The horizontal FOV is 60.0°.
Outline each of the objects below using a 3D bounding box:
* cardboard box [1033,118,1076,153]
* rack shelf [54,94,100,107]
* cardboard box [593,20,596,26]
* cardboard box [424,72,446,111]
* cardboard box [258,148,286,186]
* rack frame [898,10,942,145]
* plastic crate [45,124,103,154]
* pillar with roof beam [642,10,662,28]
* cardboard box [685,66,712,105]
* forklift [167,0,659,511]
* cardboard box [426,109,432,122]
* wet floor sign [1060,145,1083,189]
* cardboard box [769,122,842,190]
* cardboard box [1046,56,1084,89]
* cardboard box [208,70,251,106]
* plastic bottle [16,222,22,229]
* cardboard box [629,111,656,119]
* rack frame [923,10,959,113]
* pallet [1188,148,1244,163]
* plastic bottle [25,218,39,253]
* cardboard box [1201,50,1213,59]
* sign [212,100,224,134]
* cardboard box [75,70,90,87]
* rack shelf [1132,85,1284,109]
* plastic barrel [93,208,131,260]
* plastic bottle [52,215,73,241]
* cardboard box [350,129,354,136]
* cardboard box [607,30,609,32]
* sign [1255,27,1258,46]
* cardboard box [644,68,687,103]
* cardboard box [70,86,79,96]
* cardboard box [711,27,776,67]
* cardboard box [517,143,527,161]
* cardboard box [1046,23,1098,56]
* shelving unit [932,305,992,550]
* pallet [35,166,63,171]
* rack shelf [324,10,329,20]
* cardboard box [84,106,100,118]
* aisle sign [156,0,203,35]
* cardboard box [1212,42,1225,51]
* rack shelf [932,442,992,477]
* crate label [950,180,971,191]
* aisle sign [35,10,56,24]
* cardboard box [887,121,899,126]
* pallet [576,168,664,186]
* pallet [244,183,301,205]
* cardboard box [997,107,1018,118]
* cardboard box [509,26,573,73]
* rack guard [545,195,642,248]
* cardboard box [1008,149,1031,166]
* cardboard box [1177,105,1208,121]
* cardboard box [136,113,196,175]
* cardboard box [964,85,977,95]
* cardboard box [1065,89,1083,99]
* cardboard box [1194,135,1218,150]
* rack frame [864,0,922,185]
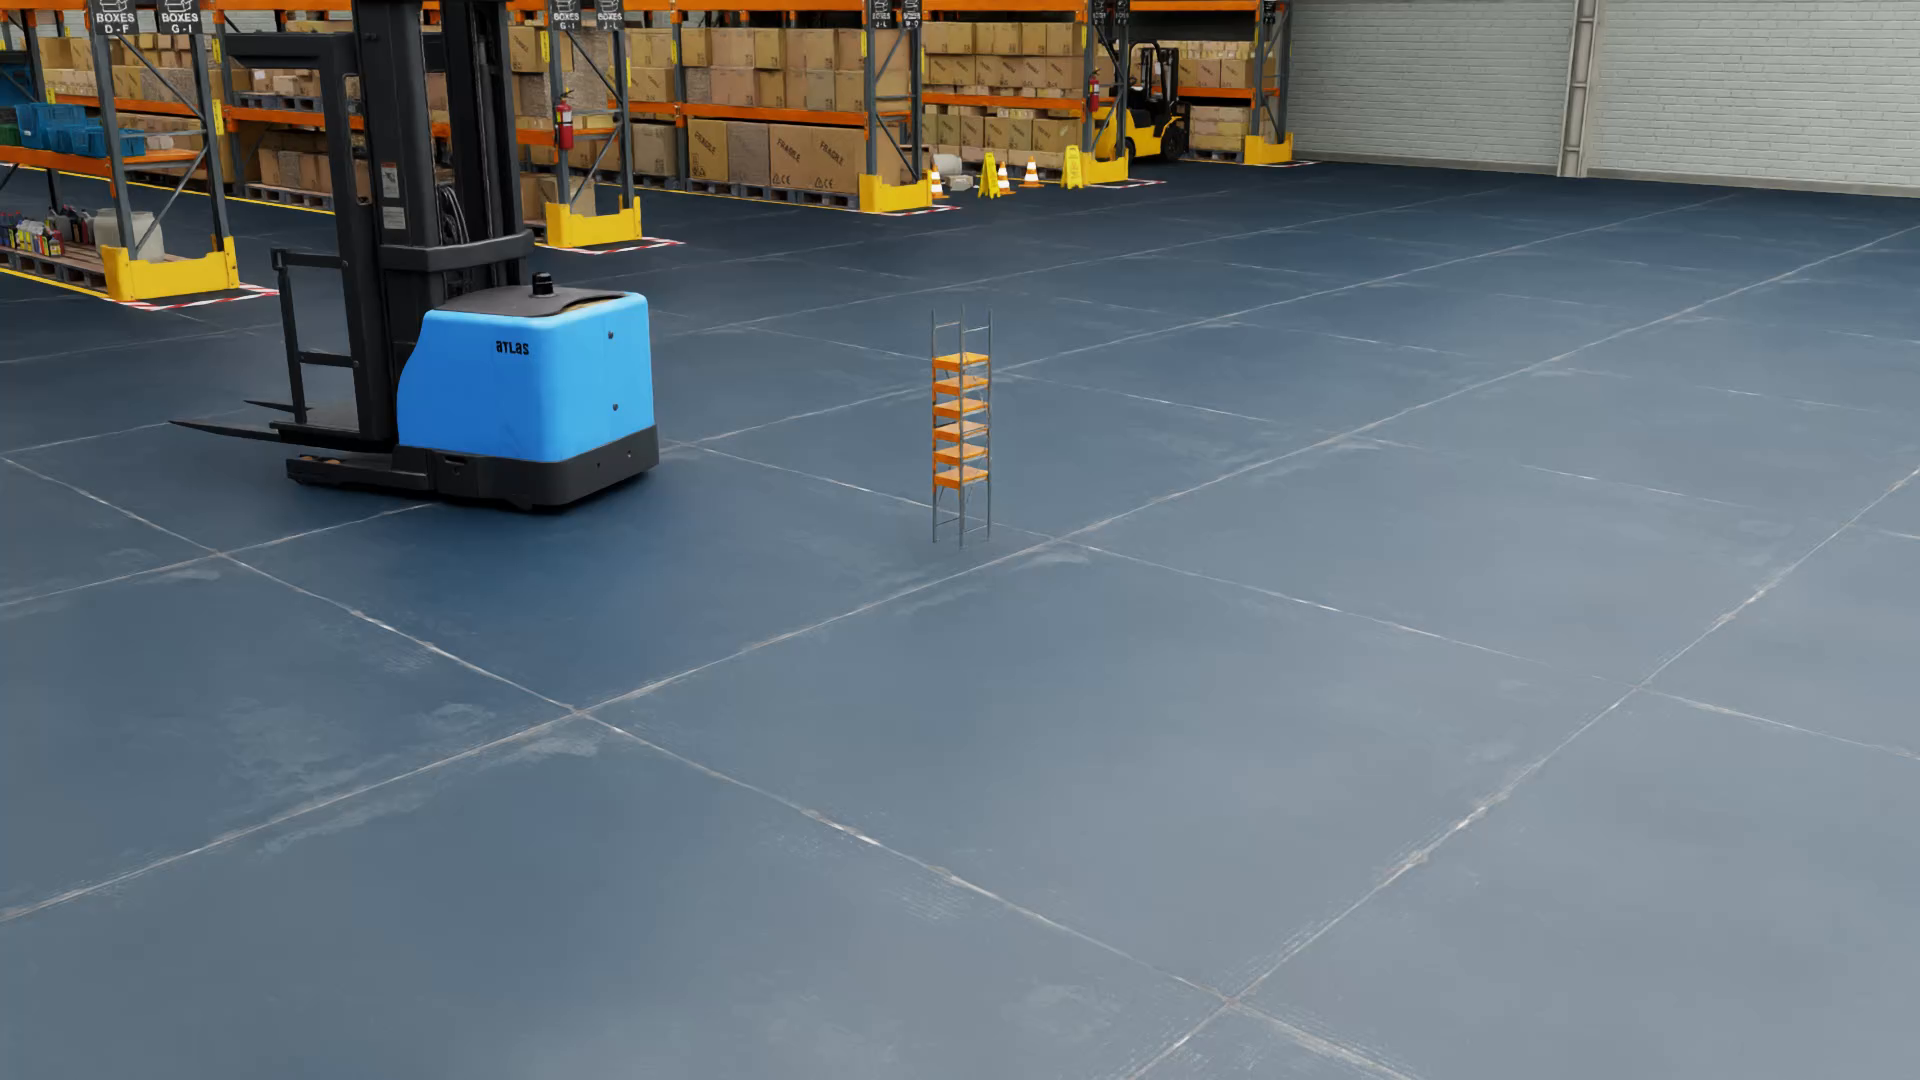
[{"bbox_3d":[1.532,-6.549,26.901,0.500,0.500,0.500,15,23,40],"label":"cardboard box"},{"bbox_3d":[-14.745,-7.426,28.242,4.000,0.370,1.077,15,23,39],"label":"rack shelf"},{"bbox_3d":[-7.238,-10.511,33.881,0.250,0.149,0.380,16,23,41],"label":"cardboard box"},{"bbox_3d":[-6.179,-5.661,20.832,0.500,0.500,0.875,15,23,39],"label":"cardboard box"},{"bbox_3d":[-9.743,-5.453,24.239,0.500,0.500,0.700,14,22,36],"label":"cardboard box"},{"bbox_3d":[-0.688,-8.003,28.872,0.127,3.000,1.000,15,23,39],"label":"rack frame"},{"bbox_3d":[-8.616,-3.931,16.286,0.408,0.251,0.499,15,23,39],"label":"plastic crate"},{"bbox_3d":[-10.647,-14.167,38.377,0.400,9.000,9.100,15,23,39],"label":"pillar with roof beam"},{"bbox_3d":[-3.614,-6.863,25.031,0.550,0.550,0.875,15,23,39],"label":"cardboard box"},{"bbox_3d":[-3.337,-1.830,9.532,3.031,2.935,1.130,7,19,22],"label":"forklift"},{"bbox_3d":[-6.568,-5.326,20.850,0.250,0.149,0.380,15,23,39],"label":"cardboard box"},{"bbox_3d":[1.736,-5.798,25.814,0.267,0.644,0.232,-9,20,-27],"label":"wet floor sign"},{"bbox_3d":[-2.116,-5.545,23.943,0.875,0.875,0.875,15,23,38],"label":"cardboard box"},{"bbox_3d":[1.715,-7.436,26.428,0.500,0.500,0.500,15,23,38],"label":"cardboard box"},{"bbox_3d":[-10.791,-6.655,24.458,0.500,0.500,0.500,16,24,41],"label":"cardboard box"},{"bbox_3d":[-9.949,-3.235,17.630,0.097,0.271,0.097,0,18,0],"label":"plastic bottle"},{"bbox_3d":[-6.154,-8.691,33.856,0.875,0.875,0.875,16,24,41],"label":"cardboard box"},{"bbox_3d":[-0.387,-9.930,34.943,0.127,3.000,1.000,15,23,39],"label":"rack frame"},{"bbox_3d":[4.996,-7.139,30.758,1.213,0.211,1.003,15,23,39],"label":"pallet"},{"bbox_3d":[-9.627,-3.171,17.298,0.185,0.351,0.144,16,24,41],"label":"plastic bottle"},{"bbox_3d":[4.609,-8.850,30.302,0.250,0.149,0.380,15,23,39],"label":"cardboard box"},{"bbox_3d":[-7.193,-4.093,16.093,0.005,0.325,0.100,15,23,39],"label":"sign"},{"bbox_3d":[-14.142,-7.571,27.264,0.500,0.250,0.500,16,24,41],"label":"cardboard box"},{"bbox_3d":[4.100,-8.383,31.256,4.000,0.370,1.077,15,23,39],"label":"rack shelf"},{"bbox_3d":[-8.479,-3.067,16.737,0.421,0.512,0.421,0,18,0],"label":"plastic barrel"},{"bbox_3d":[-9.816,-3.411,18.176,0.135,0.276,0.152,15,23,39],"label":"plastic bottle"},{"bbox_3d":[-11.435,-7.786,31.714,0.250,0.149,0.380,16,24,42],"label":"cardboard box"},{"bbox_3d":[-7.207,-10.166,33.868,0.500,0.500,0.500,15,23,39],"label":"cardboard box"},{"bbox_3d":[5.226,-8.869,29.293,0.005,0.325,0.100,15,23,39],"label":"sign"},{"bbox_3d":[-4.465,-6.955,25.403,0.500,0.500,0.500,15,23,39],"label":"cardboard box"},{"bbox_3d":[-14.465,-7.442,27.516,0.250,0.149,0.380,16,23,40],"label":"cardboard box"},{"bbox_3d":[-3.156,-7.283,24.570,0.550,0.550,0.875,15,23,39],"label":"cardboard box"},{"bbox_3d":[-7.555,-6.748,28.354,0.500,0.500,0.500,15,23,39],"label":"cardboard box"},{"bbox_3d":[1.777,-7.920,26.297,0.500,0.500,0.700,14,23,38],"label":"cardboard box"},{"bbox_3d":[0.011,-0.569,8.421,0.189,1.200,0.258,15,23,39],"label":"shelving unit"},{"bbox_3d":[-15.591,-6.699,29.371,1.213,0.211,1.003,15,23,39],"label":"pallet"},{"bbox_3d":[-11.377,-9.958,31.261,4.000,0.370,1.077,15,23,39],"label":"rack shelf"},{"bbox_3d":[-14.363,-6.886,28.170,0.875,0.875,0.875,15,23,39],"label":"cardboard box"},{"bbox_3d":[-7.313,-5.129,15.515,0.004,0.787,0.394,15,23,39],"label":"aisle sign"},{"bbox_3d":[4.770,-8.936,30.080,0.250,0.149,0.380,16,23,40],"label":"cardboard box"},{"bbox_3d":[0.011,-0.412,8.471,0.180,0.103,0.258,15,23,39],"label":"rack shelf"},{"bbox_3d":[0.015,-5.455,25.573,0.298,0.136,0.250,4,18,11],"label":"crate label"},{"bbox_3d":[-16.096,-9.492,29.265,0.004,0.787,0.394,15,23,39],"label":"aisle sign"},{"bbox_3d":[-1.214,-9.078,35.696,0.500,0.500,0.500,15,23,38],"label":"cardboard box"},{"bbox_3d":[-5.442,-5.917,26.907,1.213,0.211,1.003,15,23,39],"label":"pallet"},{"bbox_3d":[-9.674,-5.078,24.264,1.213,0.211,1.003,15,23,39],"label":"pallet"},{"bbox_3d":[0.831,-7.021,27.316,0.250,0.149,0.380,16,24,42],"label":"cardboard box"},{"bbox_3d":[-4.849,-5.679,19.237,0.500,0.500,0.500,15,23,39],"label":"cardboard box"},{"bbox_3d":[-4.331,-3.782,19.702,0.348,0.500,1.175,15,23,39],"label":"rack guard"},{"bbox_3d":[1.139,-6.297,27.346,0.500,0.250,0.500,15,23,39],"label":"cardboard box"},{"bbox_3d":[4.275,-7.912,30.783,0.500,0.250,0.500,15,23,40],"label":"cardboard box"},{"bbox_3d":[-12.088,-6.252,26.171,0.875,0.875,1.225,14,22,37],"label":"cardboard box"},{"bbox_3d":[0.286,-7.489,27.666,0.250,0.149,0.380,15,23,40],"label":"cardboard box"},{"bbox_3d":[1.882,-7.107,26.463,0.250,0.149,0.380,16,24,41],"label":"cardboard box"},{"bbox_3d":[4.669,-7.339,30.628,0.500,0.250,0.500,15,23,39],"label":"cardboard box"},{"bbox_3d":[-0.906,-6.060,22.748,0.127,3.000,1.000,15,23,39],"label":"rack frame"}]
